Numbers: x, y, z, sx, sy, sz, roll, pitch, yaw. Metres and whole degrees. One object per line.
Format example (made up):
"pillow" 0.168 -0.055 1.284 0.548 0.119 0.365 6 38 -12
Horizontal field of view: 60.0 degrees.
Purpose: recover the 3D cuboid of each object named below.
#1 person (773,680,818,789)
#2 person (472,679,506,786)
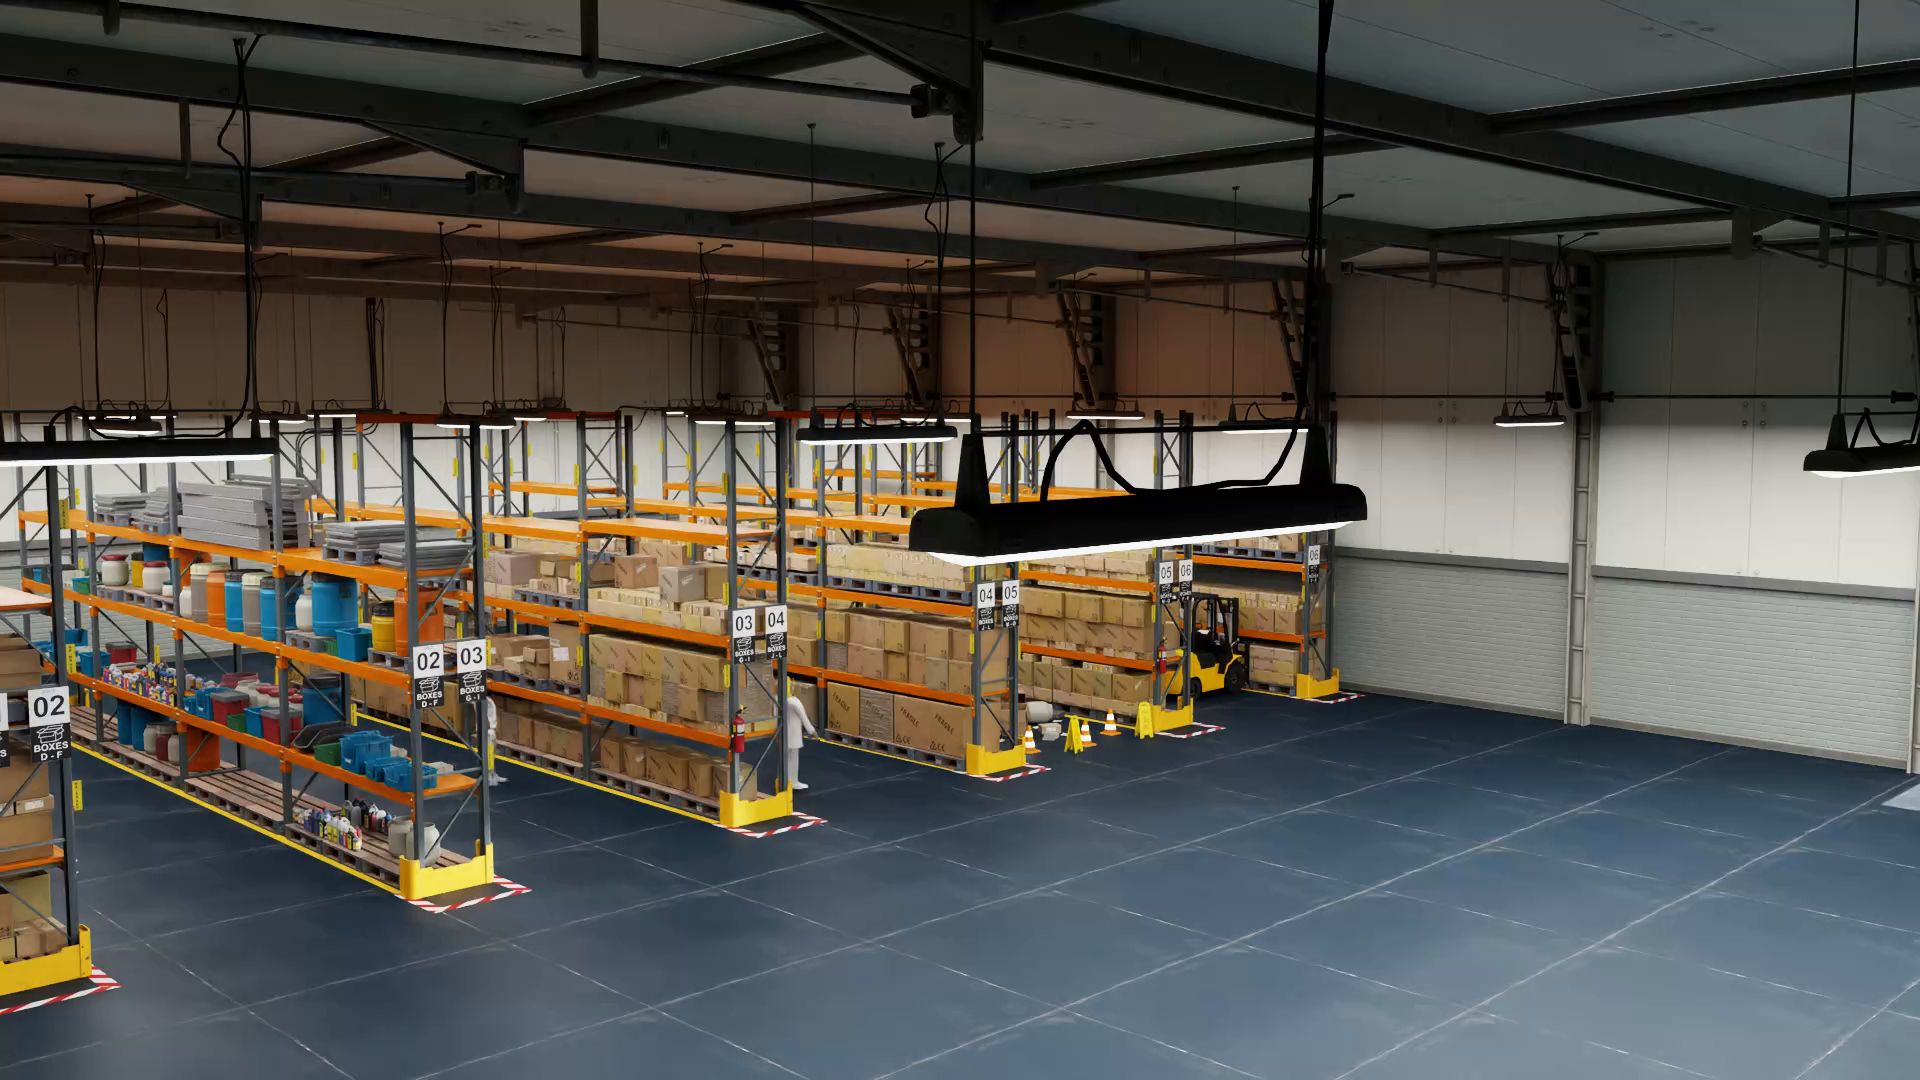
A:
"person" -2.653 3.137 26.824 0.627 1.819 0.623 -2 6 -26
"person" -7.714 3.114 27.210 0.532 1.827 0.615 -1 5 -11
